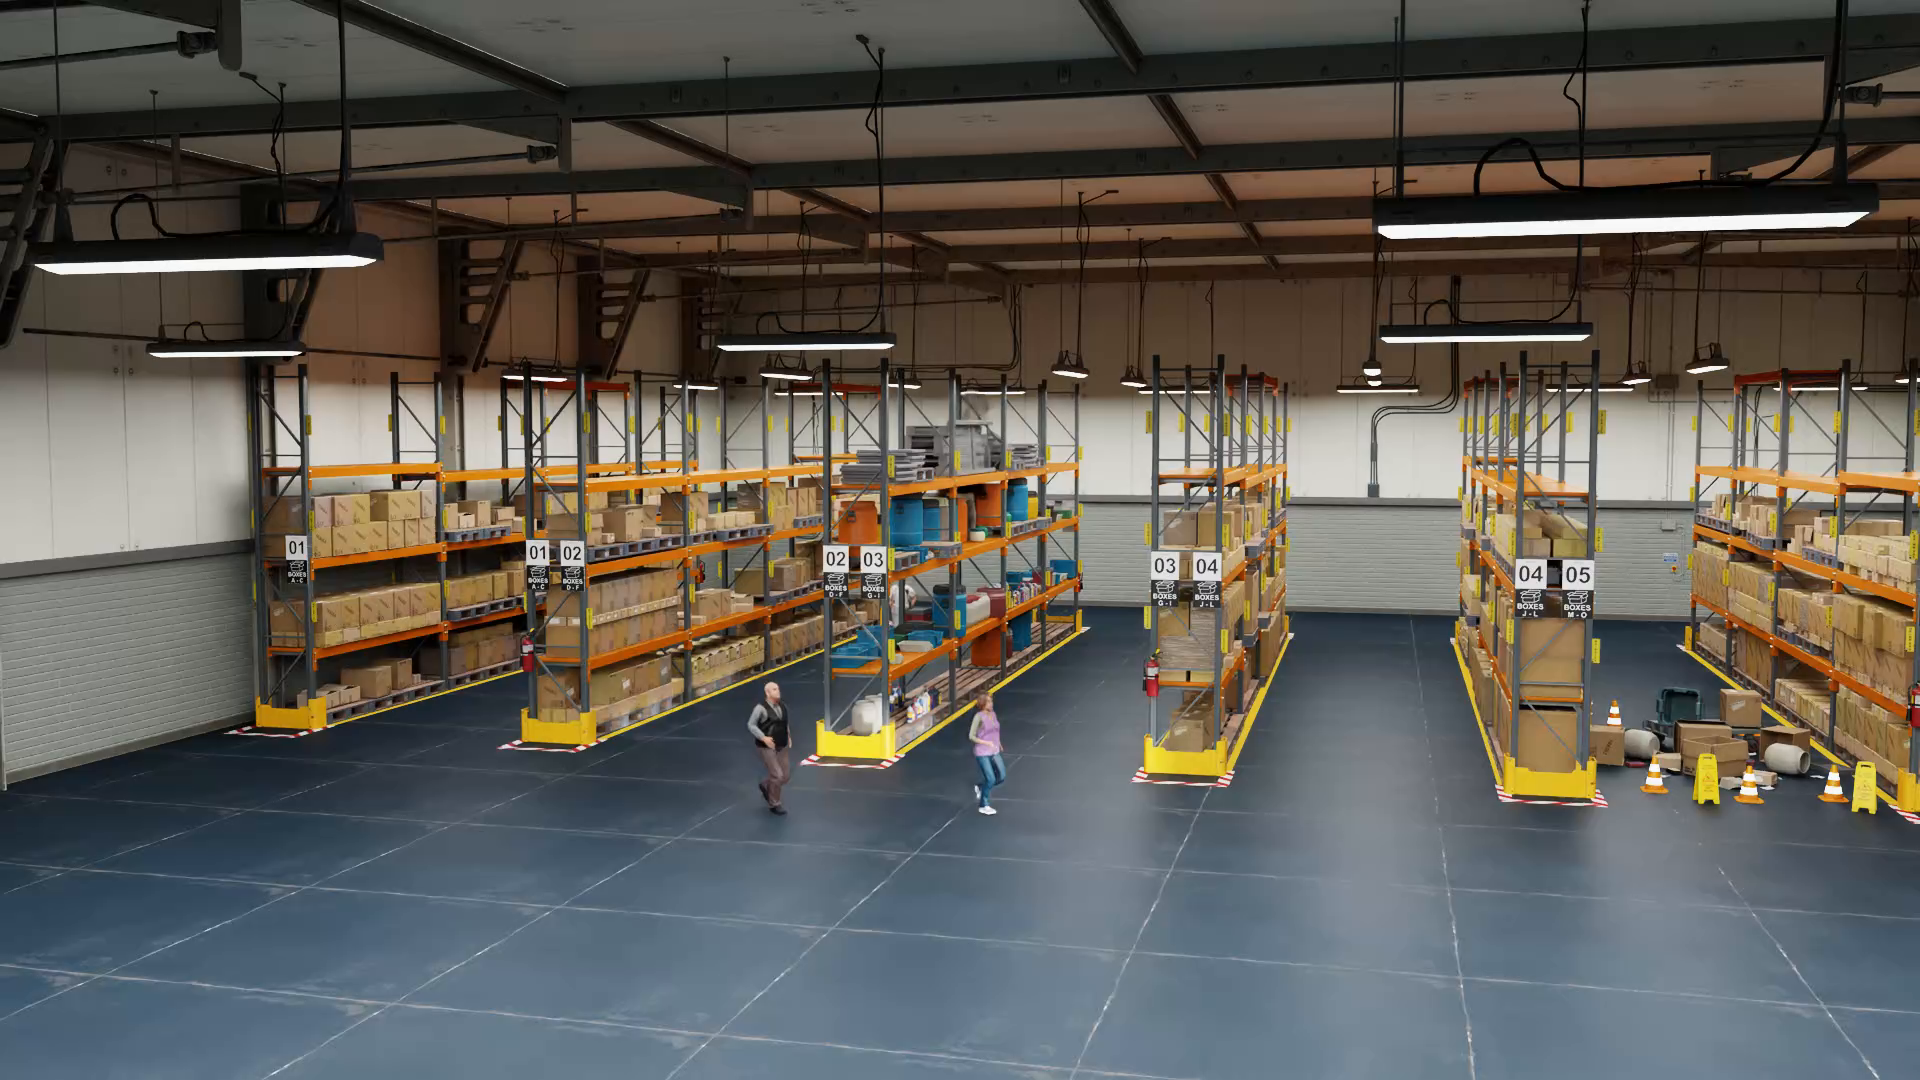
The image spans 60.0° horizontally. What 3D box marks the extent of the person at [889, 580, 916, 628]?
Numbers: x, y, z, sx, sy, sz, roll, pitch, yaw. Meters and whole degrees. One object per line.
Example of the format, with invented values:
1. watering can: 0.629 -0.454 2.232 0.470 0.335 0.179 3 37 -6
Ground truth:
1. person: -1.307 1.593 36.720 0.650 1.745 0.602 0 4 3

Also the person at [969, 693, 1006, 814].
1. person: 0.355 2.759 21.398 0.555 1.532 0.531 4 5 44

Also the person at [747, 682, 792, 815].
1. person: -2.470 2.678 21.523 0.604 1.693 0.670 3 5 41
